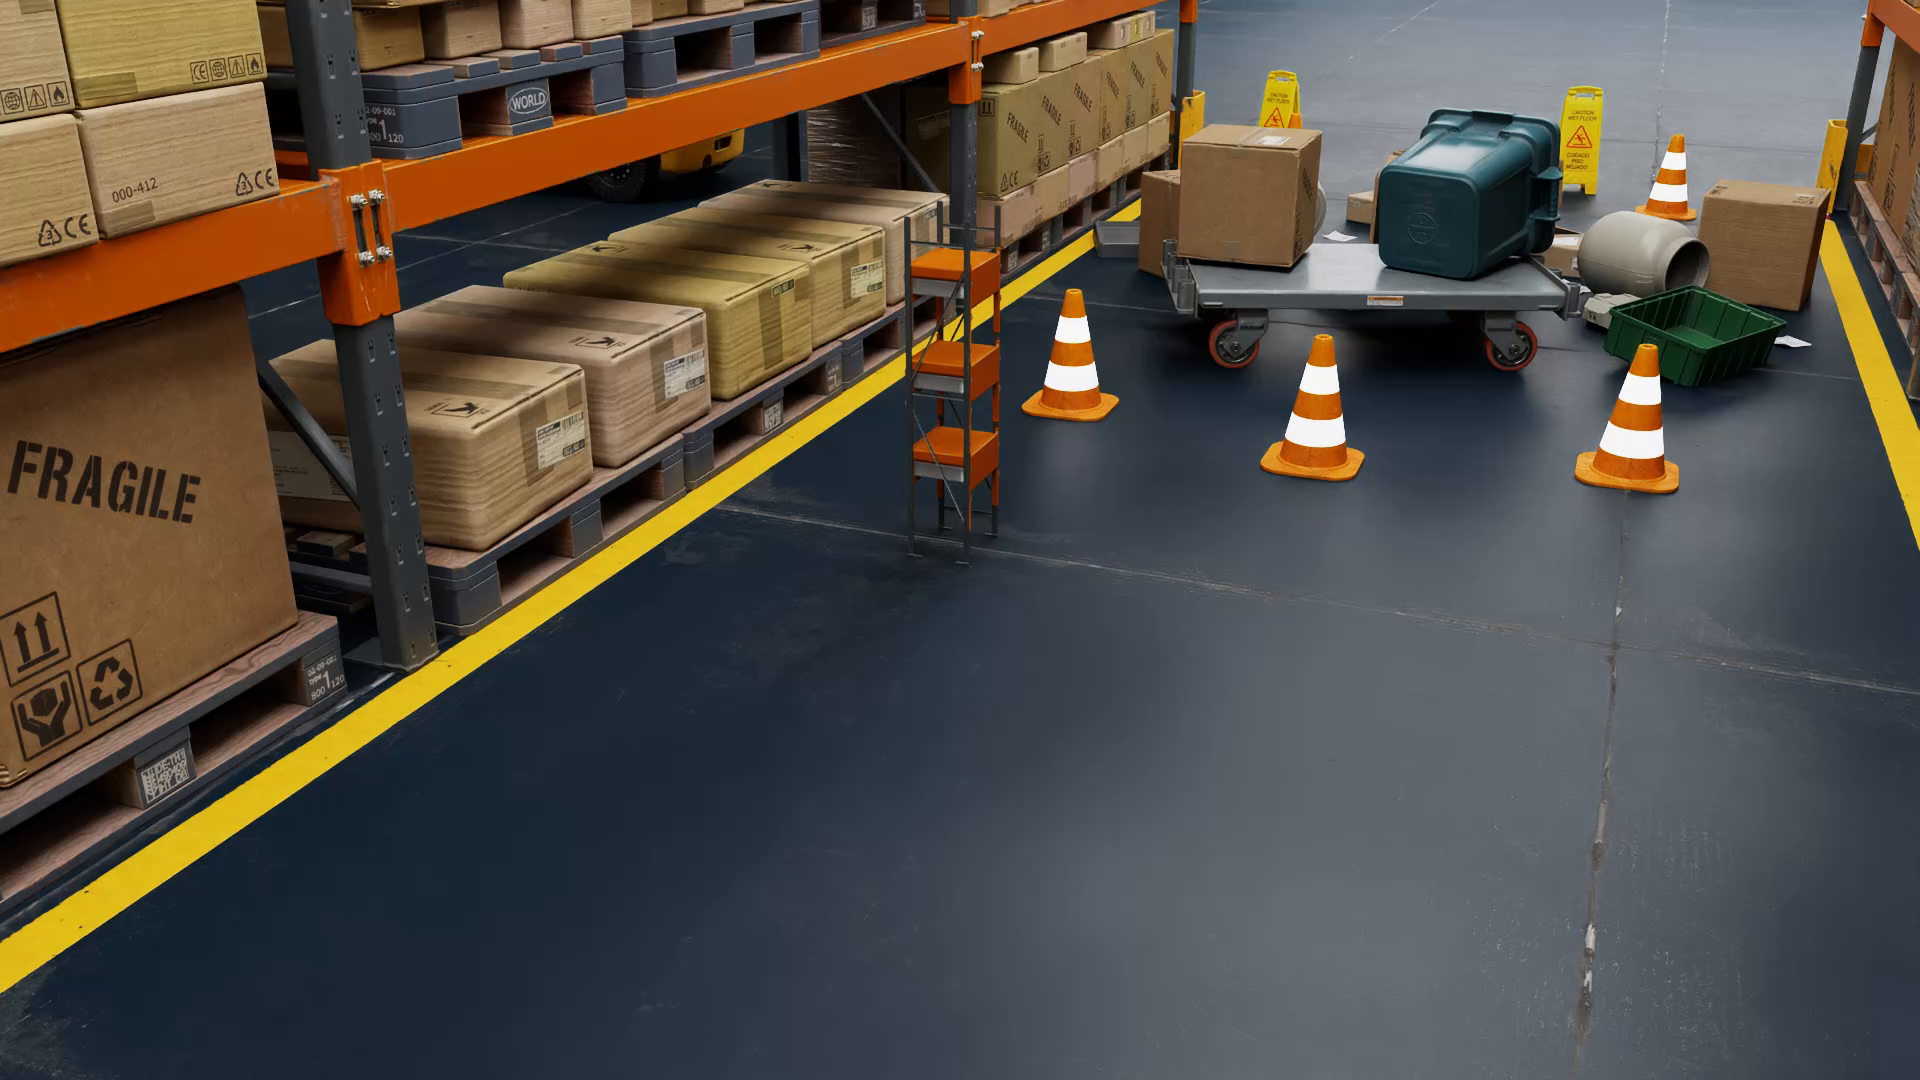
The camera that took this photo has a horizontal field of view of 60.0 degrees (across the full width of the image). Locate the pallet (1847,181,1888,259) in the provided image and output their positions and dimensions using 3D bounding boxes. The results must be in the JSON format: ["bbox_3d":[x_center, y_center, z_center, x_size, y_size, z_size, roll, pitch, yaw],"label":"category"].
[{"bbox_3d":[5.487,-1.726,9.108,1.003,0.211,1.213,9,24,20],"label":"pallet"}]

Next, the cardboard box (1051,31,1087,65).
[{"bbox_3d":[0.451,-2.611,8.817,0.380,0.149,0.250,10,25,23],"label":"cardboard box"}]

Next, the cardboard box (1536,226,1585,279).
[{"bbox_3d":[3.155,-1.496,8.487,0.396,0.266,0.258,13,26,29],"label":"cardboard box"}]

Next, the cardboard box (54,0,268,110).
[{"bbox_3d":[-1.837,-1.072,3.469,0.500,0.250,0.500,9,24,20],"label":"cardboard box"}]

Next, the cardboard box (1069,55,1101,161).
[{"bbox_3d":[0.445,-2.373,9.090,0.500,0.500,0.500,10,25,23],"label":"cardboard box"}]

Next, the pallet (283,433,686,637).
[{"bbox_3d":[-1.602,-0.112,5.245,1.003,0.211,1.213,9,24,20],"label":"pallet"}]

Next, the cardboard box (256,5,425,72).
[{"bbox_3d":[-1.600,-1.287,4.221,0.380,0.149,0.250,7,24,17],"label":"cardboard box"}]

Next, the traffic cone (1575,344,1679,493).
[{"bbox_3d":[2.326,-0.444,5.713,0.336,0.463,0.334,9,24,20],"label":"traffic cone"}]

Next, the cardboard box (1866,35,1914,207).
[{"bbox_3d":[5.521,-2.271,9.008,0.875,0.875,0.875,9,24,20],"label":"cardboard box"}]

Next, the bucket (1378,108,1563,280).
[{"bbox_3d":[2.136,-1.448,7.101,0.726,0.611,0.620,19,39,38],"label":"bucket"}]

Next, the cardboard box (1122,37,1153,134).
[{"bbox_3d":[0.832,-2.742,9.973,0.500,0.500,0.500,10,25,22],"label":"cardboard box"}]

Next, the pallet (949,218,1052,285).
[{"bbox_3d":[-0.191,-1.510,8.591,1.003,0.211,1.213,9,24,20],"label":"pallet"}]

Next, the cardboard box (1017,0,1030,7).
[{"bbox_3d":[0.124,-2.699,8.146,0.380,0.149,0.250,9,24,20],"label":"cardboard box"}]

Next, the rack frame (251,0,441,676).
[{"bbox_3d":[-1.893,-1.120,4.039,1.000,3.000,0.127,9,24,20],"label":"rack frame"}]

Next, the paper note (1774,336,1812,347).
[{"bbox_3d":[3.635,-0.879,7.314,0.147,0.020,0.142,-7,24,-17],"label":"paper note"}]

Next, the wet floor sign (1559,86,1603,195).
[{"bbox_3d":[3.884,-2.518,10.440,0.267,0.644,0.232,5,23,11],"label":"wet floor sign"}]

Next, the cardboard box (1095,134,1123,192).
[{"bbox_3d":[0.639,-2.207,9.666,0.500,0.250,0.500,8,24,18],"label":"cardboard box"}]

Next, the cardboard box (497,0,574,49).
[{"bbox_3d":[-1.319,-1.475,4.670,0.380,0.149,0.250,7,24,17],"label":"cardboard box"}]

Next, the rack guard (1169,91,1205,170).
[{"bbox_3d":[1.050,-2.802,11.309,1.175,0.500,0.348,9,24,20],"label":"rack guard"}]

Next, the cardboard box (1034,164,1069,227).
[{"bbox_3d":[0.250,-1.841,8.789,0.500,0.250,0.500,10,25,23],"label":"cardboard box"}]

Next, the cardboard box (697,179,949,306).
[{"bbox_3d":[-0.600,-1.344,7.441,0.950,0.372,0.625,9,24,21],"label":"cardboard box"}]

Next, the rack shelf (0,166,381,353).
[{"bbox_3d":[-2.636,-0.072,2.464,1.077,0.370,4.000,9,24,20],"label":"rack shelf"}]

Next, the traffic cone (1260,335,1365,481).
[{"bbox_3d":[1.253,-0.489,5.821,0.336,0.463,0.334,9,24,20],"label":"traffic cone"}]

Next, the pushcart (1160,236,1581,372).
[{"bbox_3d":[1.728,-1.033,7.233,1.648,0.377,0.936,1,23,2],"label":"pushcart"}]

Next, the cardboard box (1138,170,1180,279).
[{"bbox_3d":[1.254,-1.588,8.399,0.500,0.500,0.500,-12,25,-26],"label":"cardboard box"}]

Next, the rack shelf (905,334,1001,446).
[{"bbox_3d":[-0.020,-0.456,5.006,0.215,0.259,0.240,9,24,20],"label":"rack shelf"}]

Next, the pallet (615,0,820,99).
[{"bbox_3d":[-1.196,-1.745,5.786,1.003,0.211,1.213,9,24,20],"label":"pallet"}]

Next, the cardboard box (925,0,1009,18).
[{"bbox_3d":[0.007,-2.502,7.674,0.380,0.149,0.250,9,24,20],"label":"cardboard box"}]

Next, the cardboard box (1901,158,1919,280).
[{"bbox_3d":[4.856,-1.630,7.473,0.875,0.875,0.875,9,24,20],"label":"cardboard box"}]

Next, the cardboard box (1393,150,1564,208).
[{"bbox_3d":[2.777,-1.840,9.001,0.797,0.503,0.637,-7,24,-17],"label":"cardboard box"}]

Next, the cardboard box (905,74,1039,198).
[{"bbox_3d":[0.063,-1.995,8.183,0.500,0.500,0.500,10,25,23],"label":"cardboard box"}]

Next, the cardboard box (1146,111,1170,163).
[{"bbox_3d":[1.019,-2.571,10.536,0.500,0.250,0.500,9,24,20],"label":"cardboard box"}]

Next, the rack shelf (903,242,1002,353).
[{"bbox_3d":[-0.020,-0.717,4.897,0.215,0.259,0.240,9,24,20],"label":"rack shelf"}]

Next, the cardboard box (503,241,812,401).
[{"bbox_3d":[-1.120,-0.838,6.228,0.950,0.372,0.625,10,25,22],"label":"cardboard box"}]

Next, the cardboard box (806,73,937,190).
[{"bbox_3d":[-0.437,-2.072,8.369,0.500,0.500,0.500,8,24,19],"label":"cardboard box"}]

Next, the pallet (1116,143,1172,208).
[{"bbox_3d":[0.716,-2.383,10.681,1.003,0.211,1.213,9,24,20],"label":"pallet"}]

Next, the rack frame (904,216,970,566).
[{"bbox_3d":[-0.065,-0.422,4.897,0.200,1.050,0.008,9,24,20],"label":"rack frame"}]

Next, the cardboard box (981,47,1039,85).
[{"bbox_3d":[0.165,-2.330,8.145,0.380,0.149,0.250,9,24,21],"label":"cardboard box"}]

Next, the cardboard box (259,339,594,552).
[{"bbox_3d":[-1.674,-0.302,4.945,0.950,0.372,0.625,7,24,16],"label":"cardboard box"}]

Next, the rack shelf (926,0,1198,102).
[{"bbox_3d":[0.336,-2.935,9.318,1.077,0.370,4.000,9,24,20],"label":"rack shelf"}]

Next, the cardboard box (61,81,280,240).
[{"bbox_3d":[-1.840,-0.832,3.546,0.500,0.250,0.500,8,24,18],"label":"cardboard box"}]

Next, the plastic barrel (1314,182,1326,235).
[{"bbox_3d":[1.717,-1.838,9.101,0.421,0.421,0.512,-12,25,-26],"label":"plastic barrel"}]

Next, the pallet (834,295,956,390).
[{"bbox_3d":[-0.695,-0.986,7.336,1.003,0.211,1.213,9,24,20],"label":"pallet"}]

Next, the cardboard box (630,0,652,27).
[{"bbox_3d":[-1.181,-1.668,5.132,0.380,0.149,0.250,10,25,23],"label":"cardboard box"}]

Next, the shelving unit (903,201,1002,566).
[{"bbox_3d":[-0.020,-0.465,5.002,0.215,1.050,0.252,9,24,20],"label":"shelving unit"}]

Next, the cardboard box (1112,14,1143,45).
[{"bbox_3d":[0.853,-2.998,9.745,0.380,0.149,0.250,9,24,21],"label":"cardboard box"}]

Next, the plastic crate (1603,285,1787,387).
[{"bbox_3d":[3.074,-0.857,6.985,0.662,0.188,0.450,-17,38,-35],"label":"plastic crate"}]

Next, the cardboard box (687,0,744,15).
[{"bbox_3d":[-0.954,-1.859,5.589,0.380,0.149,0.250,10,25,22],"label":"cardboard box"}]

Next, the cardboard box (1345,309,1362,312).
[{"bbox_3d":[1.888,-1.274,7.955,0.258,0.266,0.396,-7,24,-17],"label":"cardboard box"}]

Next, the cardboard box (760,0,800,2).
[{"bbox_3d":[-0.735,-2.042,6.029,0.380,0.149,0.250,9,24,20],"label":"cardboard box"}]

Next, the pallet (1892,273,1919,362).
[{"bbox_3d":[4.581,-0.853,7.018,1.003,0.211,1.213,9,24,20],"label":"pallet"}]

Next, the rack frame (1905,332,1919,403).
[{"bbox_3d":[4.226,-1.879,5.856,1.000,3.000,0.127,9,24,20],"label":"rack frame"}]

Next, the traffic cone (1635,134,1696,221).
[{"bbox_3d":[4.196,-2.153,9.803,0.336,0.463,0.334,9,24,20],"label":"traffic cone"}]
